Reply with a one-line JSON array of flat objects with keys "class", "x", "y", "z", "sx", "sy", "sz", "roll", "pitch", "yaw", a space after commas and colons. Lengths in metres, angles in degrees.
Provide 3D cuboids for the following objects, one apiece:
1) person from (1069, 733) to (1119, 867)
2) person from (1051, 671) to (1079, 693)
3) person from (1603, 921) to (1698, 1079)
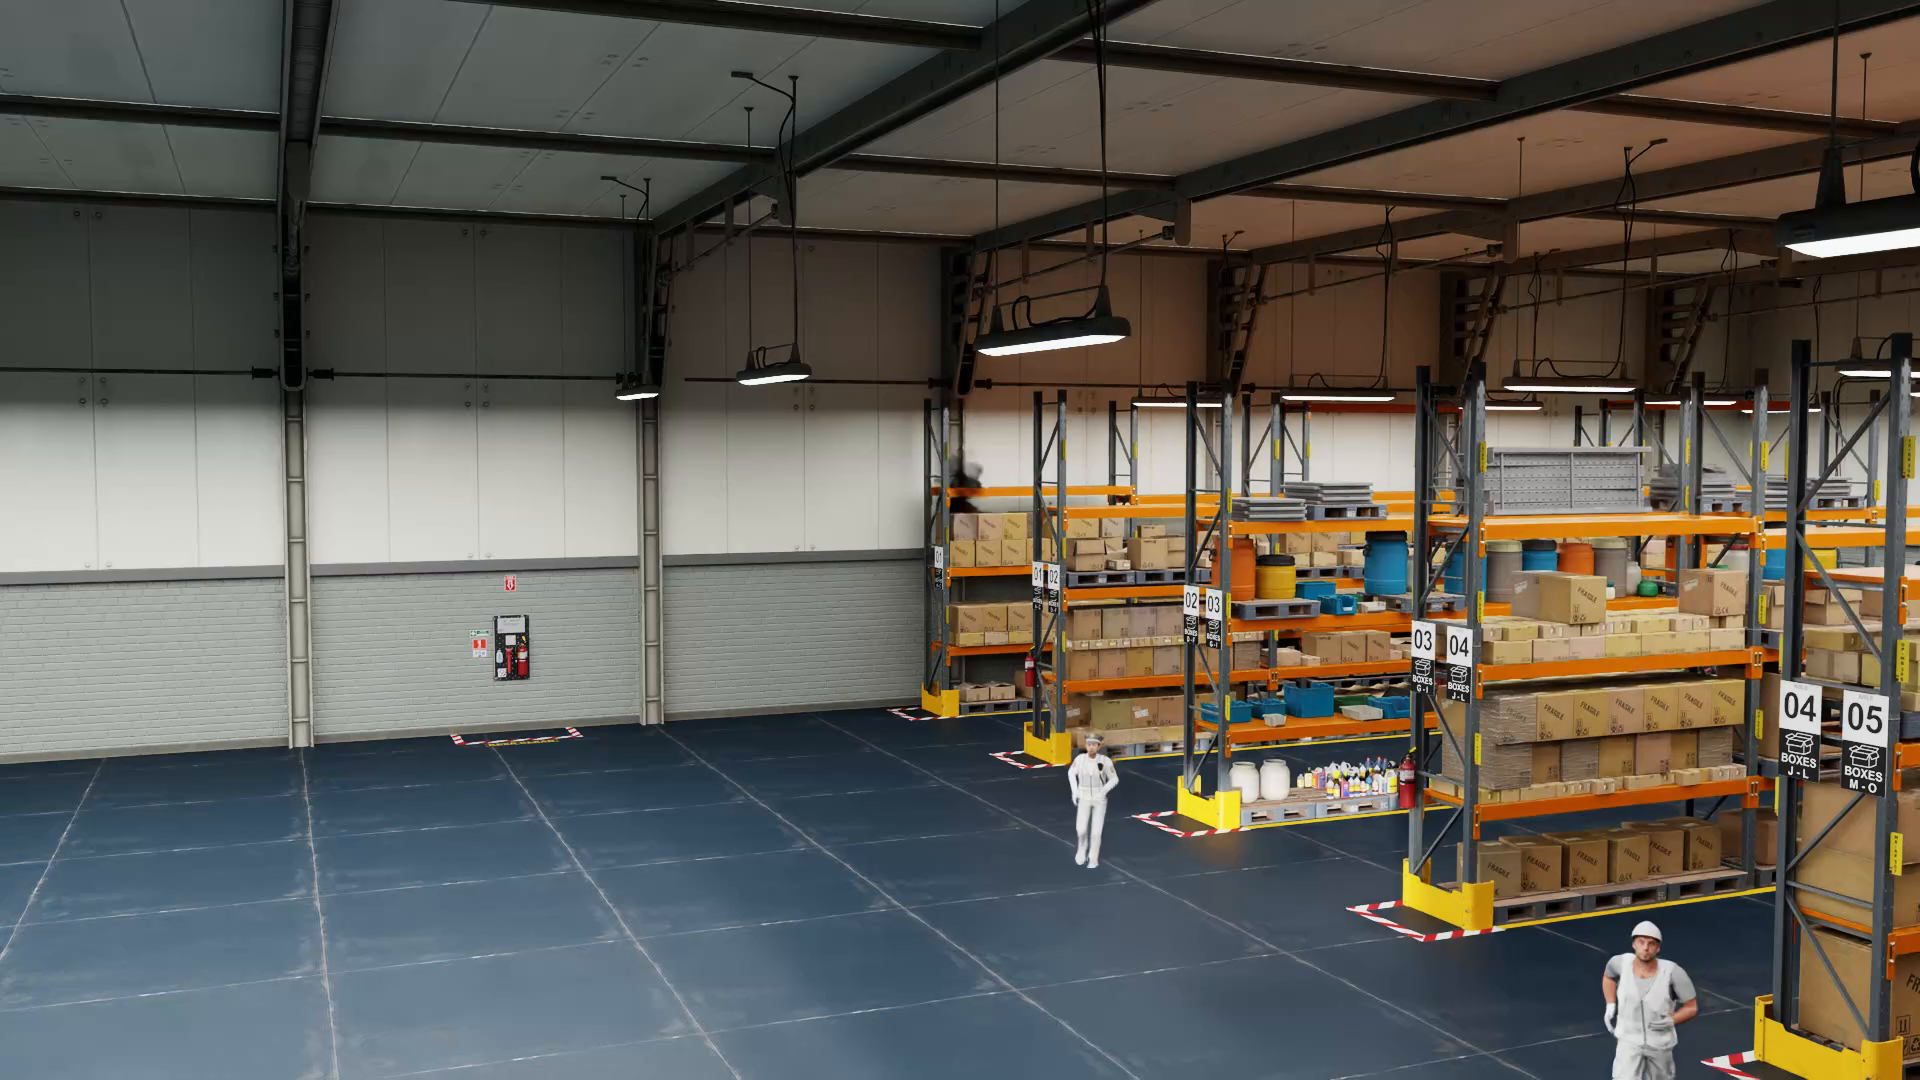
[{"class": "person", "x": 1.600, "y": 3.149, "z": 20.072, "sx": 0.620, "sy": 1.660, "sz": 0.579, "roll": 1, "pitch": 3, "yaw": 9}, {"class": "person", "x": 1.955, "y": 2.597, "z": 29.317, "sx": 0.733, "sy": 1.783, "sz": 0.671, "roll": -2, "pitch": 4, "yaw": -26}, {"class": "person", "x": 4.881, "y": 3.581, "z": 11.780, "sx": 0.621, "sy": 1.803, "sz": 1.141, "roll": 1, "pitch": 4, "yaw": 20}]
